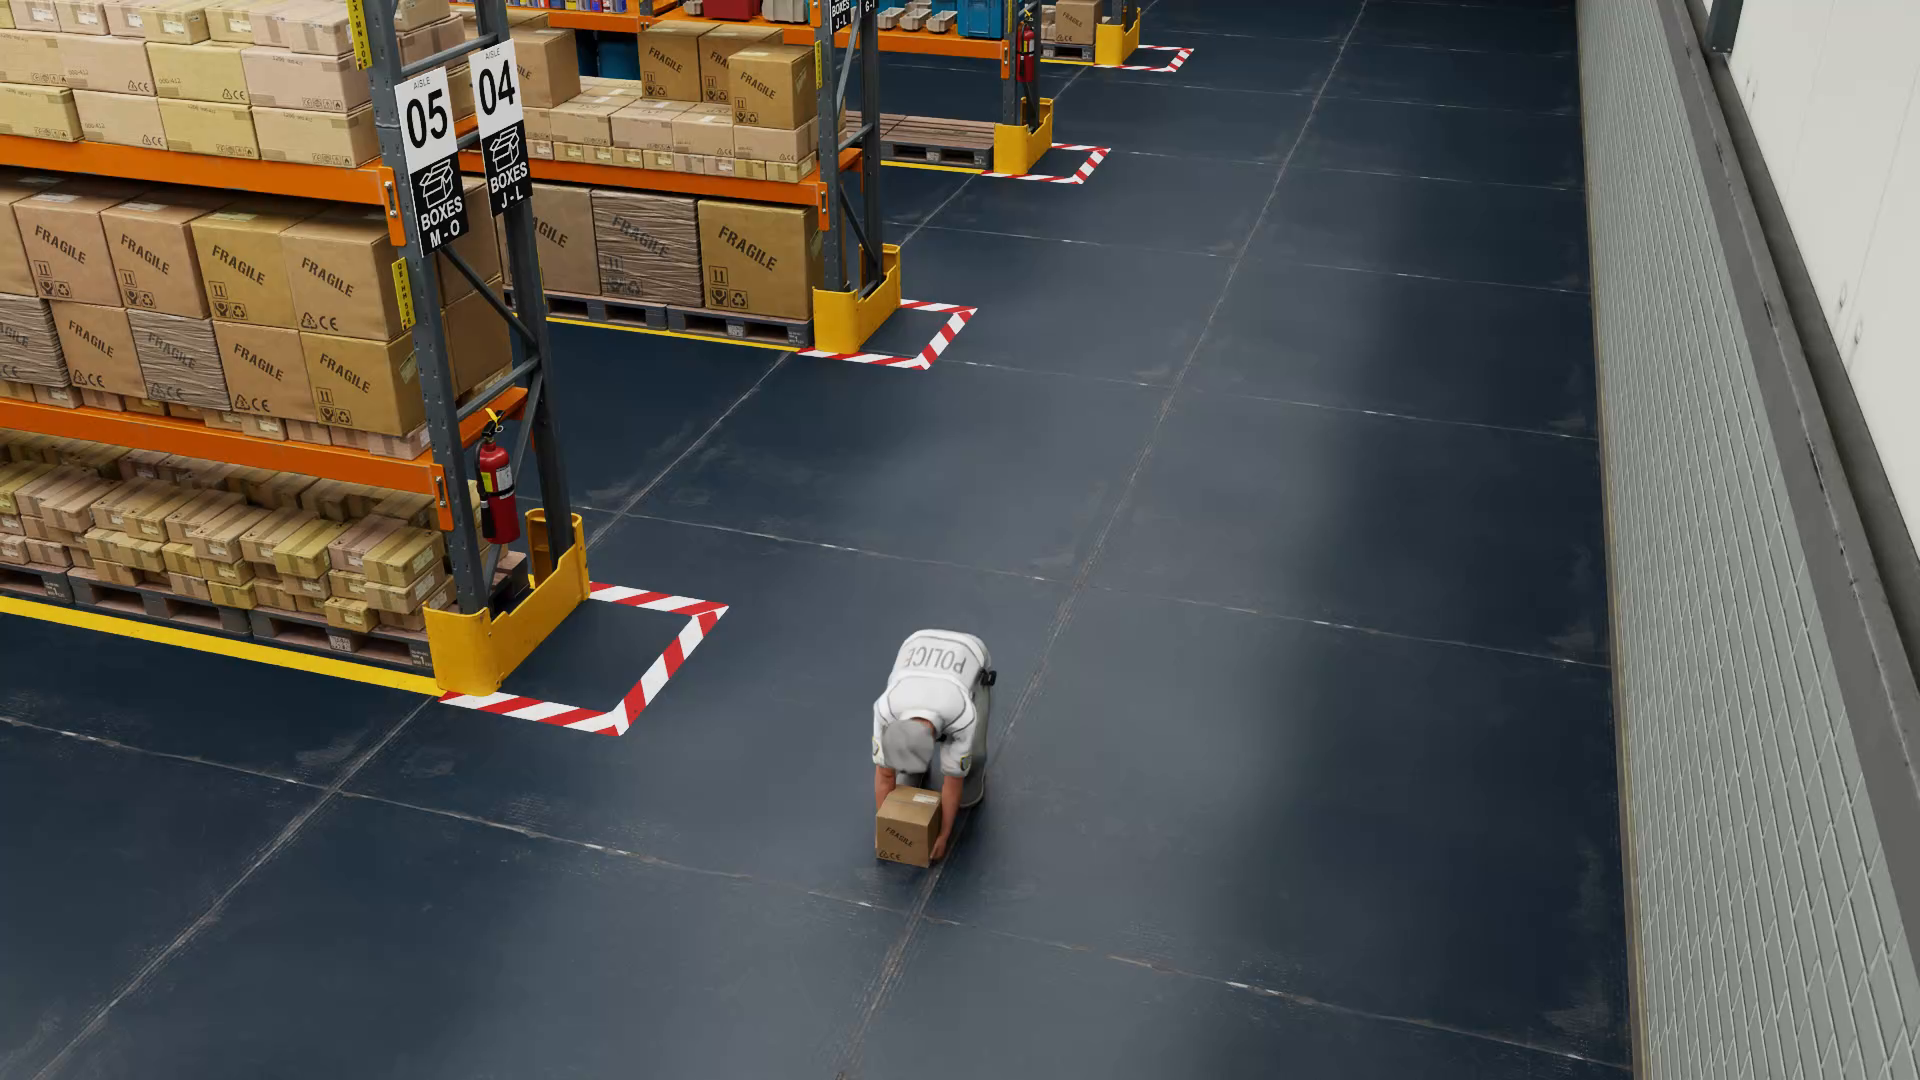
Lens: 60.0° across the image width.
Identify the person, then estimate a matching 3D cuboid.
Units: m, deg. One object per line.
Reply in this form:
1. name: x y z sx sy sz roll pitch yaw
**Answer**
1. person: -0.136 0.936 7.798 0.533 0.840 1.031 8 30 14
